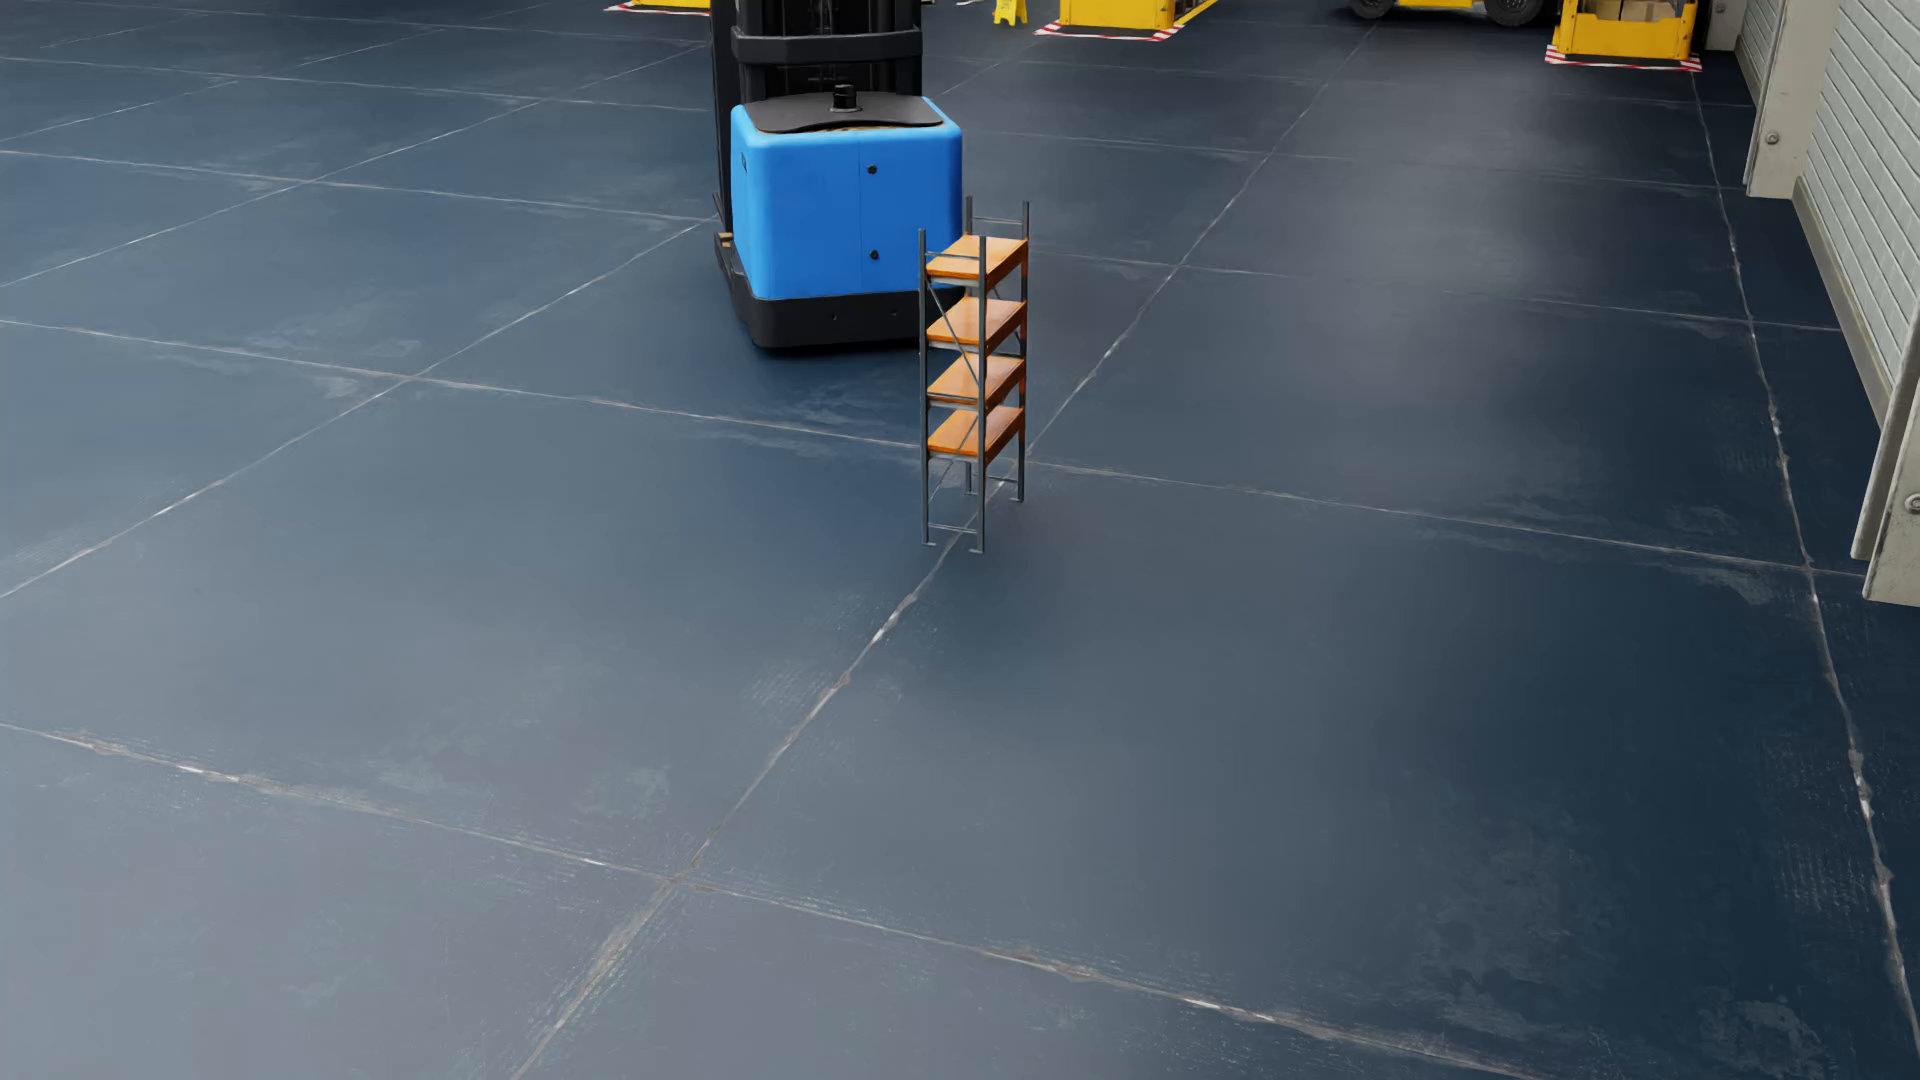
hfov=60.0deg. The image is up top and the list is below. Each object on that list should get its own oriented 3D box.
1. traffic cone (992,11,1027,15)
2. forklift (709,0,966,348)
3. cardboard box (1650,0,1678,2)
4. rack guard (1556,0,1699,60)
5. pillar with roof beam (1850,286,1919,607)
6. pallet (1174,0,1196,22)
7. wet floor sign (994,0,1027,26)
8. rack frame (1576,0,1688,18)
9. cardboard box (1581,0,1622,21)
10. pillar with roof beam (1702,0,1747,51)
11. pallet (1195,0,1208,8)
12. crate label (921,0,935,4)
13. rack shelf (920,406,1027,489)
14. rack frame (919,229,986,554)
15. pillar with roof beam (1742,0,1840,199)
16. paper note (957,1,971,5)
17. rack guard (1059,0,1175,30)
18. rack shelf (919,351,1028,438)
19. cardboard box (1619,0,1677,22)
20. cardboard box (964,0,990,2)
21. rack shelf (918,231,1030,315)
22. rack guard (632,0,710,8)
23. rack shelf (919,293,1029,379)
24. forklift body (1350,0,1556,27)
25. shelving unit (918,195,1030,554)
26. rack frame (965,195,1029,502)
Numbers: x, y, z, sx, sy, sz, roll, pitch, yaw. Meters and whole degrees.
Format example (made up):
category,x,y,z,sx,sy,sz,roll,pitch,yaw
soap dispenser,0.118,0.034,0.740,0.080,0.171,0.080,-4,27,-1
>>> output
category,x,y,z,sx,sy,sz,roll,pitch,yaw
traffic cone,0.533,-5.919,17.943,0.336,0.463,0.334,9,27,17
forklift,-0.797,-2.863,8.799,1.130,2.935,3.031,-6,26,-11
cardboard box,6.641,-5.318,15.891,0.500,0.250,0.500,9,27,18
rack guard,6.280,-4.843,15.680,1.175,0.500,0.348,9,27,17
pillar with roof beam,-0.683,-4.527,5.273,9.100,9.000,0.400,9,27,17
pallet,1.935,-5.801,17.990,1.003,0.211,1.213,9,27,17
wet floor sign,0.534,-5.714,17.311,0.267,0.644,0.232,20,32,35
rack frame,6.288,-5.978,15.155,1.000,3.000,0.127,9,27,17
cardboard box,6.147,-5.169,16.156,0.500,0.250,0.500,9,27,18
pillar with roof beam,3.310,-9.458,15.458,9.100,9.000,0.400,9,27,17
pallet,2.343,-6.301,19.022,1.003,0.211,1.213,9,27,17
crate label,-0.424,-6.125,18.744,0.250,0.136,0.298,-5,26,-9
rack shelf,0.055,-0.369,6.245,0.258,0.148,0.480,9,27,17
rack frame,-0.026,-0.508,5.922,0.240,1.200,0.015,9,27,17
pillar with roof beam,1.314,-6.992,10.366,9.100,9.000,0.400,9,27,17
paper note,0.044,-6.037,18.684,0.148,0.019,0.142,0,26,-1
rack guard,1.632,-5.603,17.248,1.175,0.500,0.348,9,27,17
rack shelf,0.055,-0.548,6.158,0.258,0.148,0.480,9,27,17
cardboard box,6.636,-5.103,16.021,0.500,0.250,0.500,9,27,18
cardboard box,0.137,-6.245,18.977,0.250,0.149,0.380,-20,33,-36
rack shelf,0.055,-0.962,5.958,0.258,0.148,0.480,9,27,17
rack guard,-3.103,-6.238,18.560,1.175,0.500,0.348,9,27,17
rack shelf,0.055,-0.749,6.061,0.258,0.148,0.480,9,27,17
forklift body,5.199,-6.640,17.496,2.313,2.155,1.214,9,27,17
shelving unit,0.055,-0.608,6.129,0.258,1.200,0.503,9,27,17
rack frame,0.136,-0.708,6.336,0.240,1.200,0.015,9,27,17
